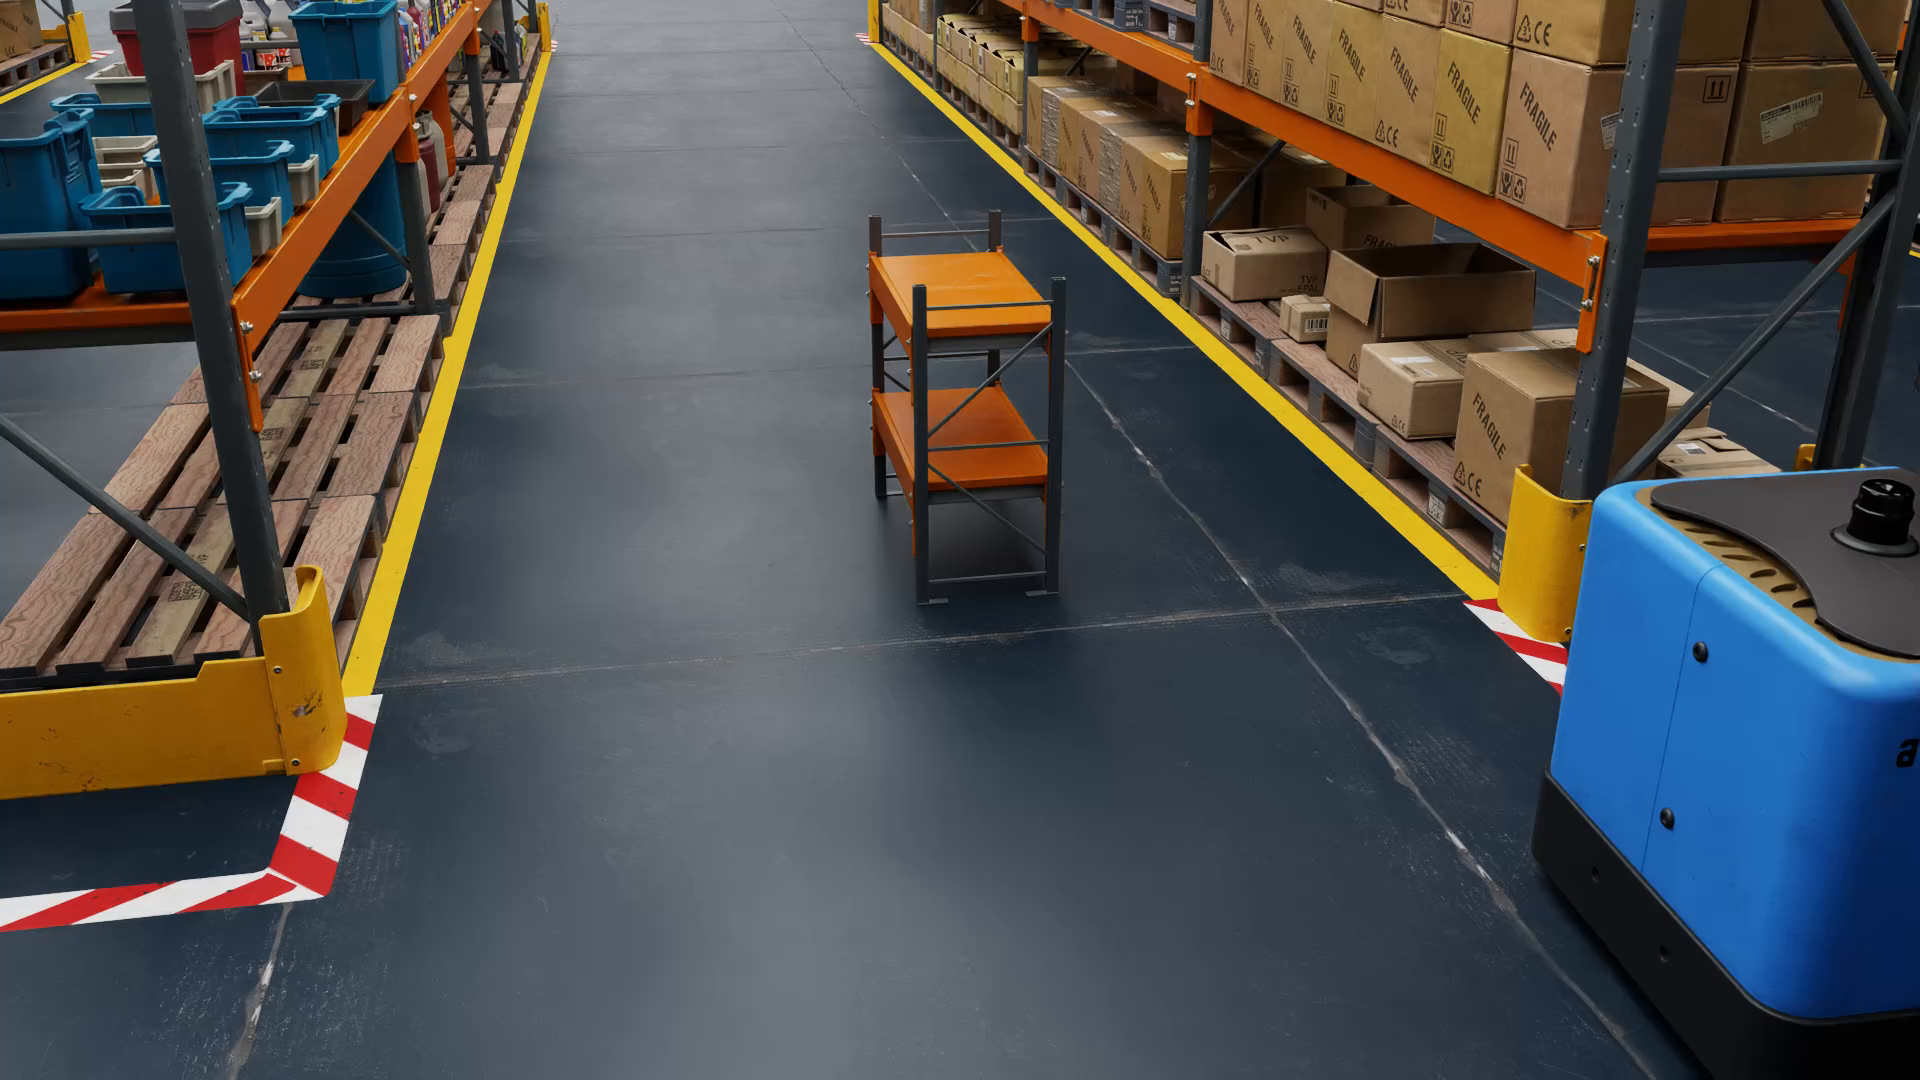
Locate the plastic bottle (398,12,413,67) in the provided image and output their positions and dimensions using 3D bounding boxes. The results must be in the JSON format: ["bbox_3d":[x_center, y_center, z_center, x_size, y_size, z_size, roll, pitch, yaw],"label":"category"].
[{"bbox_3d":[-2.880,-2.572,8.553,0.097,0.271,0.097,0,24,0],"label":"plastic bottle"}]

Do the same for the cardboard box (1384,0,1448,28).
[{"bbox_3d":[1.912,-2.173,6.105,0.500,0.500,0.500,-4,24,-8],"label":"cardboard box"}]

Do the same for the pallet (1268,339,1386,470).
[{"bbox_3d":[2.074,-0.657,7.490,1.003,0.211,1.213,-4,24,-10],"label":"pallet"}]

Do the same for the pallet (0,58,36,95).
[{"bbox_3d":[-9.884,-4.565,16.439,1.003,0.211,1.213,-4,24,-10],"label":"pallet"}]

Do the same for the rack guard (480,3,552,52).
[{"bbox_3d":[-5.308,-5.869,19.063,1.175,0.500,0.348,-4,24,-10],"label":"rack guard"}]

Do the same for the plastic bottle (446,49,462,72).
[{"bbox_3d":[-4.889,-4.698,16.019,0.144,0.351,0.185,-4,24,-10],"label":"plastic bottle"}]

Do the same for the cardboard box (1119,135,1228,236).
[{"bbox_3d":[1.263,-2.110,9.907,0.500,0.500,0.500,-4,24,-10],"label":"cardboard box"}]

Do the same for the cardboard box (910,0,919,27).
[{"bbox_3d":[-0.238,-5.669,17.456,0.500,0.500,0.500,-4,24,-10],"label":"cardboard box"}]

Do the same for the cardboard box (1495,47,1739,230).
[{"bbox_3d":[2.109,-1.314,5.387,0.500,0.500,0.500,-4,24,-8],"label":"cardboard box"}]

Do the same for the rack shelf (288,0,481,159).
[{"bbox_3d":[-3.519,-2.778,9.761,1.077,0.370,4.000,-4,24,-10],"label":"rack shelf"}]

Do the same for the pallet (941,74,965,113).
[{"bbox_3d":[0.415,-4.268,15.758,1.003,0.211,1.213,-4,24,-10],"label":"pallet"}]

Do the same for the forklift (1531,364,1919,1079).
[{"bbox_3d":[3.019,-0.394,3.491,3.031,2.935,1.130,-4,24,-8],"label":"forklift"}]

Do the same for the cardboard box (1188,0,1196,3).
[{"bbox_3d":[1.662,-3.393,9.621,0.700,0.500,0.500,-1,24,-1],"label":"cardboard box"}]

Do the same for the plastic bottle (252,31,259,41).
[{"bbox_3d":[-3.553,-2.461,8.386,0.097,0.201,0.097,0,24,0],"label":"plastic bottle"}]

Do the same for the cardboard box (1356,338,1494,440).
[{"bbox_3d":[1.970,-0.626,6.820,0.500,0.250,0.500,-4,24,-10],"label":"cardboard box"}]

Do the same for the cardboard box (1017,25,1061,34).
[{"bbox_3d":[0.789,-4.483,14.977,0.500,0.311,0.500,-4,24,-10],"label":"cardboard box"}]

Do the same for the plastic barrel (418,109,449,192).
[{"bbox_3d":[-3.590,-2.540,10.901,0.421,0.512,0.421,0,24,0],"label":"plastic barrel"}]

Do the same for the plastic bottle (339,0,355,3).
[{"bbox_3d":[-3.922,-3.443,10.635,0.097,0.201,0.097,0,24,0],"label":"plastic bottle"}]

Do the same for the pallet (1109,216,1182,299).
[{"bbox_3d":[1.532,-1.725,9.936,1.003,0.211,1.213,-4,24,-10],"label":"pallet"}]

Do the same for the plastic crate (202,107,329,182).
[{"bbox_3d":[-2.375,-1.338,5.699,0.416,0.233,0.300,-4,24,-10],"label":"plastic crate"}]

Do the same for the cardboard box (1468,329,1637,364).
[{"bbox_3d":[2.452,-0.682,6.950,0.500,0.250,0.500,-4,24,-10],"label":"cardboard box"}]

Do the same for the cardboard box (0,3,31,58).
[{"bbox_3d":[-9.993,-5.242,17.102,0.500,0.500,0.500,2,24,4],"label":"cardboard box"}]

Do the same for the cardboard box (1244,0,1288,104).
[{"bbox_3d":[1.644,-2.310,7.666,0.500,0.500,0.500,-4,24,-9],"label":"cardboard box"}]

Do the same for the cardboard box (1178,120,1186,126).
[{"bbox_3d":[1.675,-2.356,10.471,0.500,0.500,0.500,-4,24,-9],"label":"cardboard box"}]

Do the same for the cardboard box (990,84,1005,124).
[{"bbox_3d":[0.544,-3.583,13.617,0.500,0.250,0.500,-5,24,-10],"label":"cardboard box"}]

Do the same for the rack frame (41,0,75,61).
[{"bbox_3d":[-10.236,-6.674,17.784,1.000,3.000,0.127,-4,24,-10],"label":"rack frame"}]

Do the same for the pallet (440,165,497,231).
[{"bbox_3d":[-3.702,-2.309,11.274,1.003,0.211,1.213,-4,24,-10],"label":"pallet"}]

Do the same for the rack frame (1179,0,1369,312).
[{"bbox_3d":[1.719,-2.686,8.652,1.000,3.000,0.127,-4,24,-10],"label":"rack frame"}]

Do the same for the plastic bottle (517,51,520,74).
[{"bbox_3d":[-4.257,-4.577,15.840,0.097,0.271,0.097,0,24,0],"label":"plastic bottle"}]

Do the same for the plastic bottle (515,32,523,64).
[{"bbox_3d":[-4.405,-4.878,16.430,0.144,0.351,0.185,-5,24,-12],"label":"plastic bottle"}]

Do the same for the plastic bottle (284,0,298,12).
[{"bbox_3d":[-3.533,-2.719,8.789,0.144,0.351,0.185,-4,24,-10],"label":"plastic bottle"}]

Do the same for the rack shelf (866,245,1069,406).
[{"bbox_3d":[0.001,-0.781,5.902,0.538,0.278,1.000,-4,24,-10],"label":"rack shelf"}]

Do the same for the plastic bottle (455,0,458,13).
[{"bbox_3d":[-3.352,-3.622,10.942,0.061,0.283,0.133,-4,24,-10],"label":"plastic bottle"}]

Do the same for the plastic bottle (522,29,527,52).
[{"bbox_3d":[-4.553,-5.149,17.144,0.152,0.276,0.135,-5,24,-11],"label":"plastic bottle"}]

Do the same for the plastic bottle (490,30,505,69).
[{"bbox_3d":[-4.512,-4.793,16.236,0.144,0.351,0.185,-4,24,-10],"label":"plastic bottle"}]

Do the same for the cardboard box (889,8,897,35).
[{"bbox_3d":[-0.523,-5.915,18.955,0.500,0.250,0.500,-4,24,-10],"label":"cardboard box"}]

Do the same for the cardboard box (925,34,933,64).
[{"bbox_3d":[-0.061,-4.931,16.704,0.500,0.250,0.500,-4,24,-10],"label":"cardboard box"}]

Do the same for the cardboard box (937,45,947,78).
[{"bbox_3d":[0.071,-4.588,15.918,0.500,0.250,0.500,-5,24,-11],"label":"cardboard box"}]

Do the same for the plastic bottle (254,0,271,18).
[{"bbox_3d":[-3.675,-2.708,8.765,0.144,0.351,0.185,-4,24,-10],"label":"plastic bottle"}]

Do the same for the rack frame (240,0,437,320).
[{"bbox_3d":[-3.149,-2.321,7.816,1.000,3.000,0.127,-4,24,-10],"label":"rack frame"}]

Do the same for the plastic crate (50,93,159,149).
[{"bbox_3d":[-3.041,-1.487,6.041,0.416,0.233,0.300,-4,24,-10],"label":"plastic crate"}]

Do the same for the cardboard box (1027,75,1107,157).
[{"bbox_3d":[0.783,-3.115,12.208,0.500,0.500,0.500,-3,24,-7],"label":"cardboard box"}]

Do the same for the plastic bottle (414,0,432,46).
[{"bbox_3d":[-3.075,-2.930,9.365,0.152,0.276,0.135,-4,24,-10],"label":"plastic bottle"}]

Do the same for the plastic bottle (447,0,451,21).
[{"bbox_3d":[-3.277,-3.417,10.487,0.097,0.271,0.097,0,24,0],"label":"plastic bottle"}]

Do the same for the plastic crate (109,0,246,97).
[{"bbox_3d":[-3.231,-2.008,6.945,0.402,0.464,0.583,-4,24,-10],"label":"plastic crate"}]

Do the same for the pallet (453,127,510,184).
[{"bbox_3d":[-3.994,-2.924,12.681,1.003,0.211,1.213,-4,24,-10],"label":"pallet"}]

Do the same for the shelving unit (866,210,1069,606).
[{"bbox_3d":[0.001,-0.513,6.019,0.538,1.125,1.048,-4,24,-10],"label":"shelving unit"}]

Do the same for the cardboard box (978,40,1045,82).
[{"bbox_3d":[0.448,-4.039,13.960,0.500,0.311,0.500,-4,24,-10],"label":"cardboard box"}]

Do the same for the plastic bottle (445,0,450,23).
[{"bbox_3d":[-3.259,-3.347,10.413,0.097,0.201,0.097,0,24,0],"label":"plastic bottle"}]
